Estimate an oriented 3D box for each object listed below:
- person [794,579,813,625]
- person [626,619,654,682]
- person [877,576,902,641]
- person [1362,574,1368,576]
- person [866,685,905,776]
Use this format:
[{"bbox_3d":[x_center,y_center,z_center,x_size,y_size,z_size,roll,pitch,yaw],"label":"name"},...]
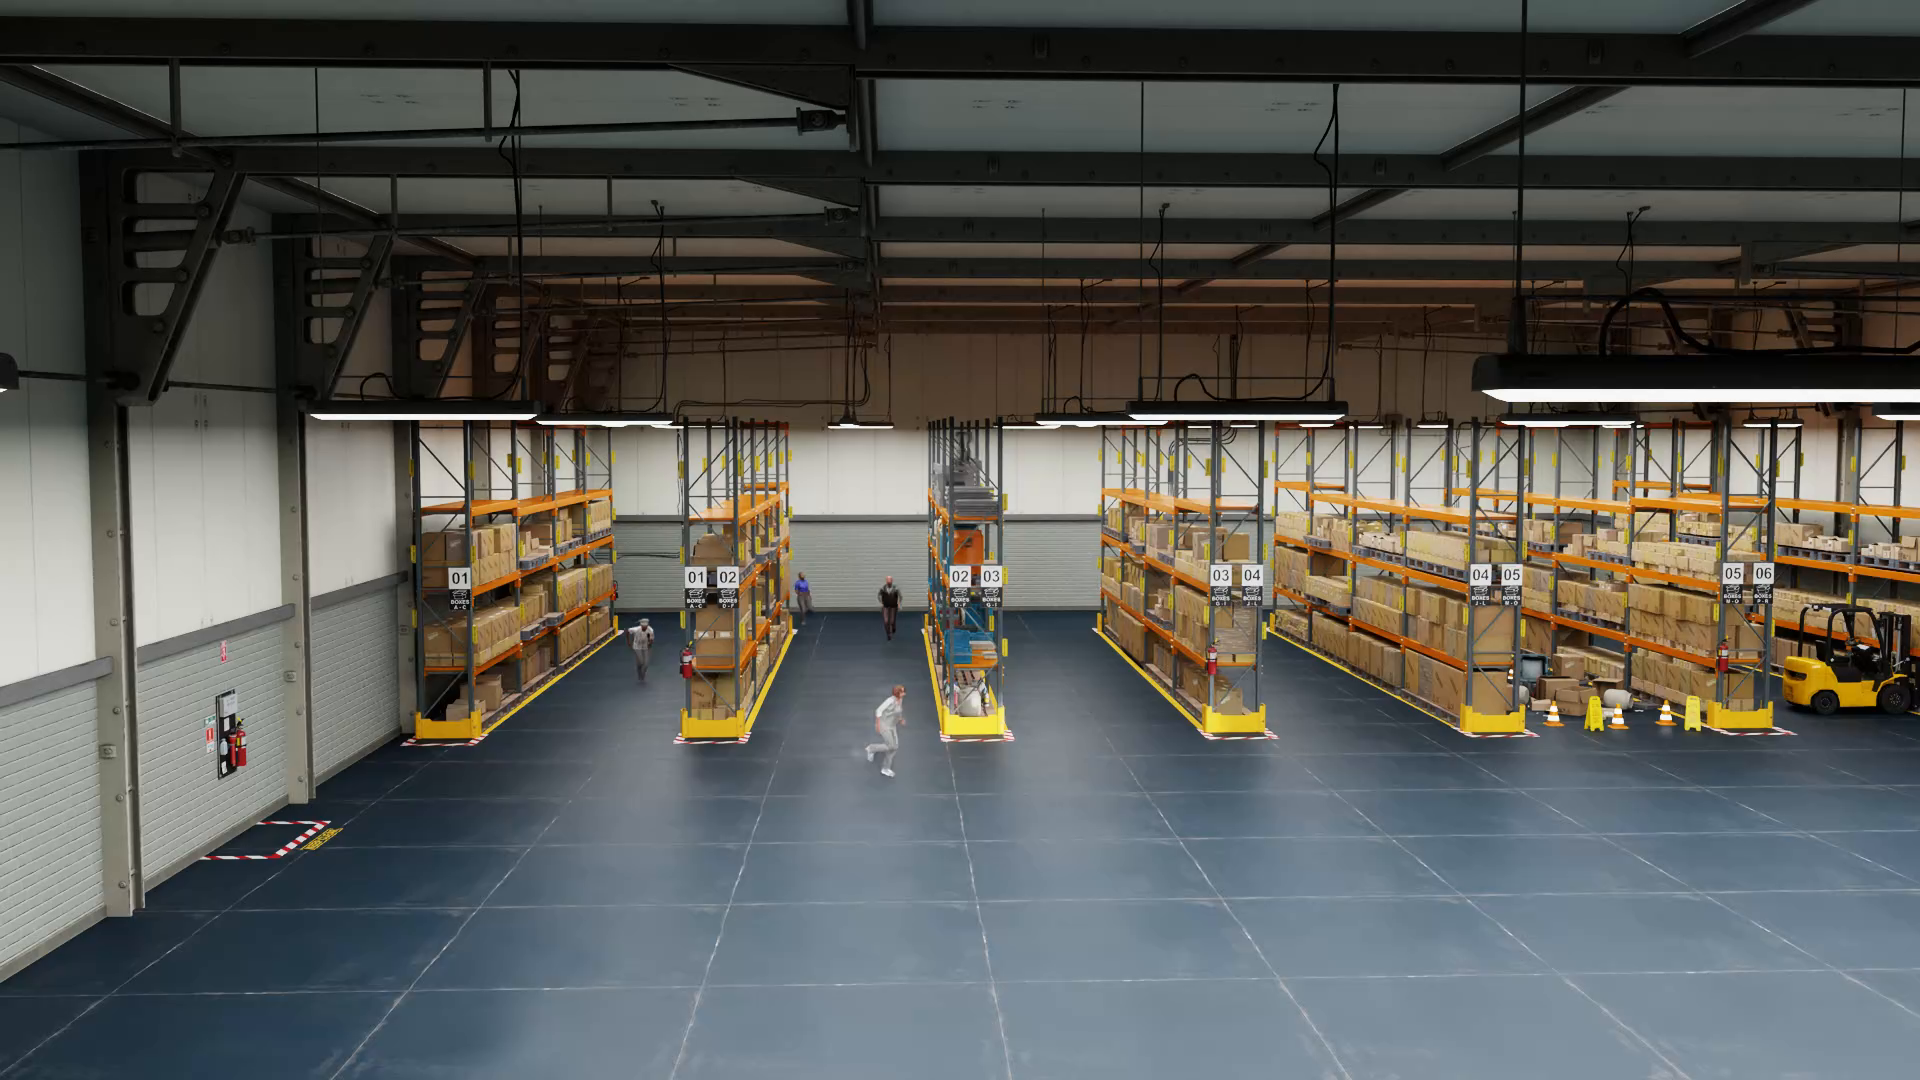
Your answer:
[{"bbox_3d":[-4.608,1.827,49.001,0.533,1.387,0.514,-3,5,-35],"label":"person"},{"bbox_3d":[-7.253,2.517,37.737,0.601,1.491,0.852,-2,4,-22],"label":"person"},{"bbox_3d":[-1.844,1.770,43.463,0.660,1.678,0.551,0,4,2],"label":"person"},{"bbox_3d":[11.439,1.752,46.854,0.627,1.533,0.707,-1,4,-12],"label":"person"},{"bbox_3d":[-1.241,3.168,27.781,0.704,1.539,0.482,1,4,21],"label":"person"}]
